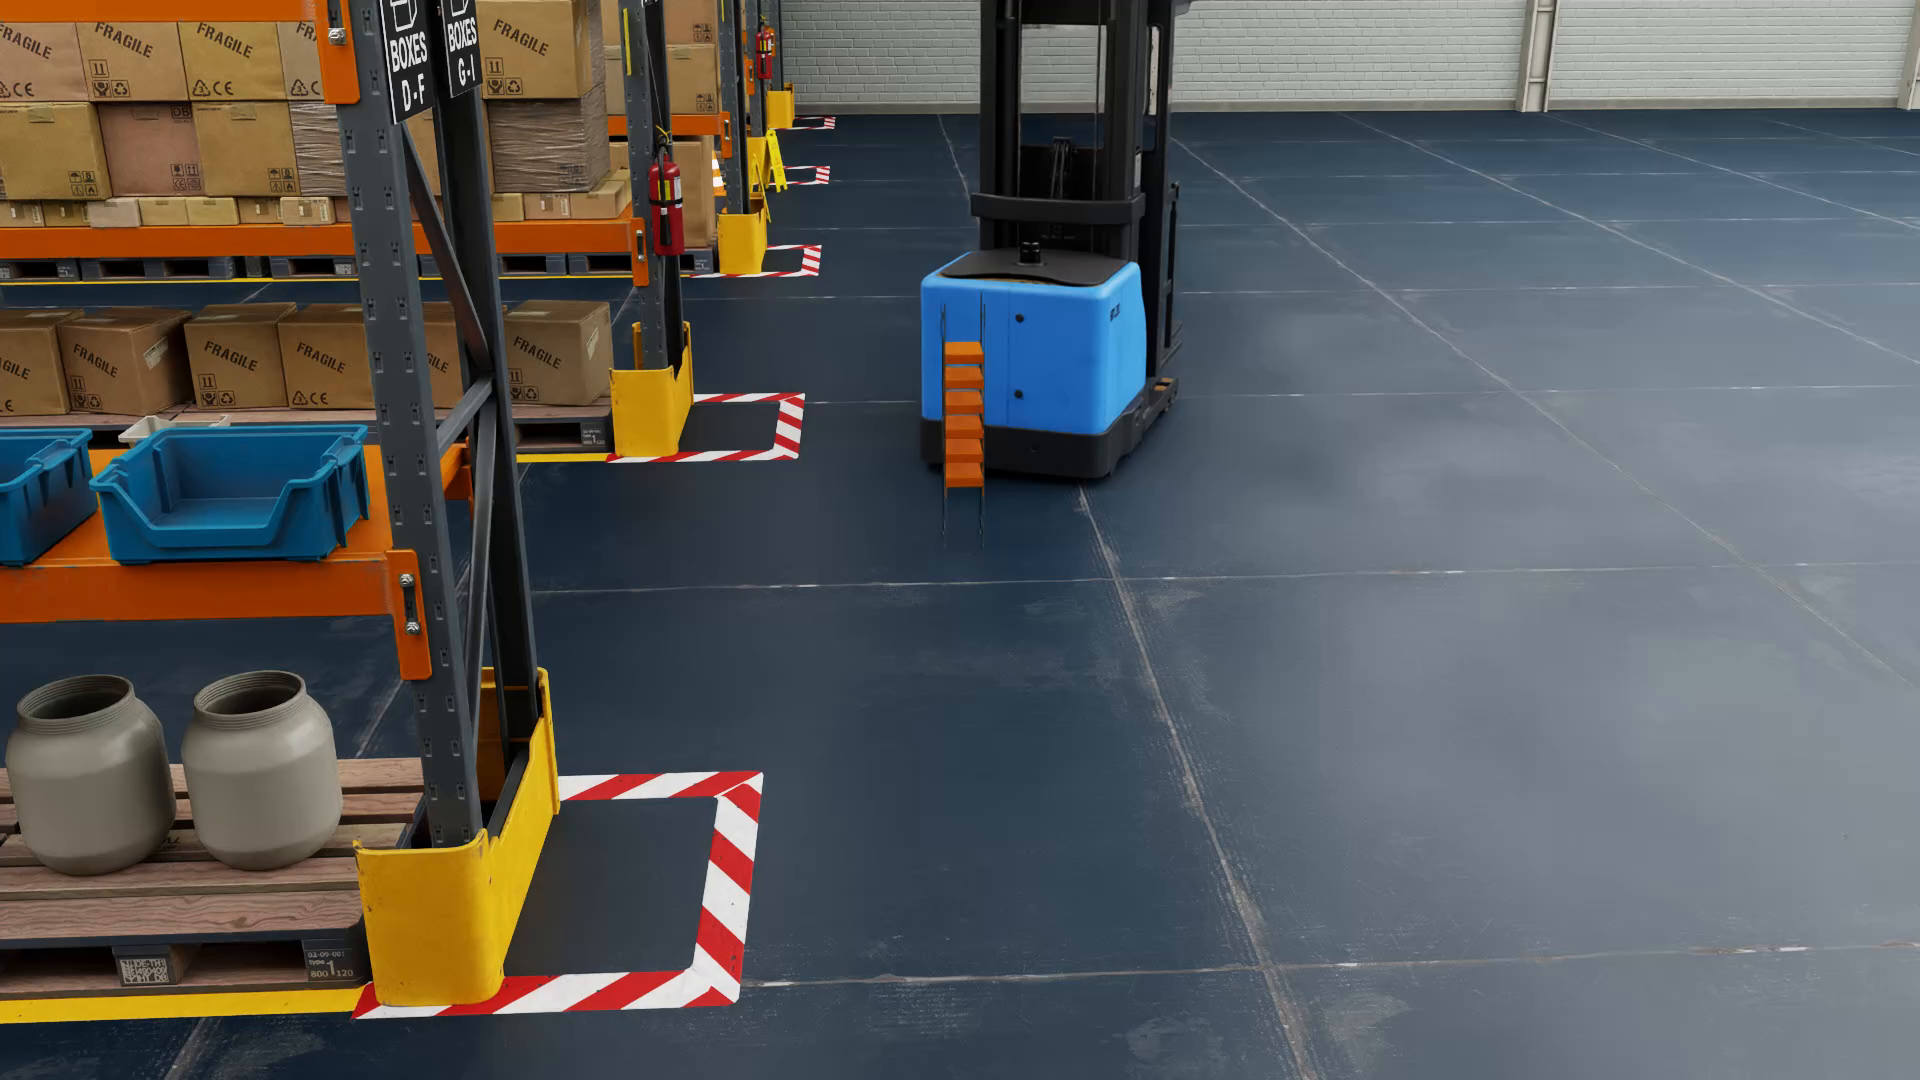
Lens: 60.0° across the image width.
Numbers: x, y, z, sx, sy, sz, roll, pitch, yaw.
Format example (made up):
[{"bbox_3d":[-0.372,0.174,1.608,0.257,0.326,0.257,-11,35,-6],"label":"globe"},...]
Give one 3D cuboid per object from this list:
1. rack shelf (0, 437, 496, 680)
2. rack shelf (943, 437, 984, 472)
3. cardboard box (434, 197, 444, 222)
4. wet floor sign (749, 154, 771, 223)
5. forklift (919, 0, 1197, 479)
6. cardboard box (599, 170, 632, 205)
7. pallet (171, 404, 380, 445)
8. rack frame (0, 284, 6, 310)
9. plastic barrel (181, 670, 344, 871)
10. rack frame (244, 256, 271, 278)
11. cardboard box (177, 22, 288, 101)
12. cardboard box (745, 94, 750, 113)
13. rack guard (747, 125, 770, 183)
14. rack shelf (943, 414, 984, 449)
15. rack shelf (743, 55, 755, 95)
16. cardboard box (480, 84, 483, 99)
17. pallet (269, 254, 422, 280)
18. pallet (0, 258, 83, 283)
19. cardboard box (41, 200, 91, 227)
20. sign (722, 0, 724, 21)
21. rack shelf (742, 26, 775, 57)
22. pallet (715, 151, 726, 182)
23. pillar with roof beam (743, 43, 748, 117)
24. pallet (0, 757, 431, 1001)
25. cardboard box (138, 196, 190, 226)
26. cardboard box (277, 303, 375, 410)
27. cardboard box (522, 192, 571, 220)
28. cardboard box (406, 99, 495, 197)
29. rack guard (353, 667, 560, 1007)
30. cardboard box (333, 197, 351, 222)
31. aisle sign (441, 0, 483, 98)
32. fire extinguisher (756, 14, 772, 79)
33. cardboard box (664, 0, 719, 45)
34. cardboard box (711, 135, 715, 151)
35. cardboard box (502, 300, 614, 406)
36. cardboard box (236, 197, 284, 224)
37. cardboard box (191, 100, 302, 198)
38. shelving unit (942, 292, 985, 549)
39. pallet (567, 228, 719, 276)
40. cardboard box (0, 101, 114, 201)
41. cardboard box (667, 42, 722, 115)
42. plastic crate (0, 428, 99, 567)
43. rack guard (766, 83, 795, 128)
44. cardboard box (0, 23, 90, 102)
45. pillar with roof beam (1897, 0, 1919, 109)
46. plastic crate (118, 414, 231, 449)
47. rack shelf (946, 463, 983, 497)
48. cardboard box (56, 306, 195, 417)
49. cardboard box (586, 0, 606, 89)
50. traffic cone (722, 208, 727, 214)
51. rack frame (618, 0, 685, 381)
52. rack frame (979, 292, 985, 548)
[{"bbox_3d":[-3.441,0.060,4.760,4.000,0.370,1.077,-1,21,-3],"label":"rack shelf"},{"bbox_3d":[0.014,-0.407,7.967,0.180,0.103,0.258,-1,21,-3],"label":"rack shelf"},{"bbox_3d":[-2.747,-1.852,9.123,0.250,0.149,0.380,-1,21,-3],"label":"cardboard box"},{"bbox_3d":[-1.994,-3.444,16.261,0.232,0.644,0.267,-5,21,-12],"label":"wet floor sign"},{"bbox_3d":[0.727,-2.186,9.743,1.130,2.935,3.031,7,22,17],"label":"forklift"},{"bbox_3d":[-2.025,-2.038,9.612,0.250,0.149,0.380,-1,21,-3],"label":"cardboard box"},{"bbox_3d":[-3.831,-0.744,9.779,1.213,0.211,1.003,-1,21,-3],"label":"pallet"},{"bbox_3d":[-5.721,-1.995,9.146,0.127,3.000,1.000,-1,21,-3],"label":"rack frame"},{"bbox_3d":[-2.097,0.690,5.000,0.421,0.512,0.421,0,21,0],"label":"plastic barrel"},{"bbox_3d":[-5.903,-3.759,13.779,0.127,3.000,1.000,-1,21,-3],"label":"rack frame"},{"bbox_3d":[-3.760,-2.602,8.776,0.500,0.500,0.500,-1,21,-3],"label":"cardboard box"},{"bbox_3d":[-3.031,-6.150,23.332,0.500,0.250,0.500,-1,21,-3],"label":"cardboard box"},{"bbox_3d":[-2.369,-4.427,19.047,0.348,0.500,1.175,-1,21,-3],"label":"rack guard"},{"bbox_3d":[0.014,-0.520,7.924,0.180,0.103,0.258,-1,21,-3],"label":"rack shelf"},{"bbox_3d":[-4.290,-5.220,18.627,4.000,0.370,1.077,-1,21,-3],"label":"rack shelf"},{"bbox_3d":[-2.761,-2.619,8.819,0.500,0.500,0.500,-1,21,-3],"label":"cardboard box"},{"bbox_3d":[-5.139,-2.444,14.243,1.213,0.211,1.003,-1,21,-3],"label":"pallet"},{"bbox_3d":[-7.890,-2.388,14.096,1.213,0.211,1.003,-1,21,-3],"label":"pallet"},{"bbox_3d":[-4.741,-1.799,8.984,0.250,0.149,0.380,-1,21,-3],"label":"cardboard box"},{"bbox_3d":[-1.892,-4.299,13.238,0.005,0.325,0.100,-1,21,-3],"label":"sign"},{"bbox_3d":[-4.577,-6.983,23.258,4.000,0.370,1.077,-1,21,-3],"label":"rack shelf"},{"bbox_3d":[-3.182,-4.288,19.088,1.213,0.211,1.003,-1,21,-3],"label":"pallet"},{"bbox_3d":[-3.081,-8.941,18.957,0.400,9.000,9.100,-1,21,-3],"label":"pillar with roof beam"},{"bbox_3d":[-2.329,1.019,5.148,1.213,0.211,1.003,-1,21,-3],"label":"pallet"},{"bbox_3d":[-4.242,-1.810,9.011,0.250,0.149,0.380,-1,21,-3],"label":"cardboard box"},{"bbox_3d":[-3.573,-1.068,9.632,0.500,0.500,0.500,1,21,2],"label":"cardboard box"},{"bbox_3d":[-2.250,-1.875,9.184,0.250,0.149,0.380,-1,21,-3],"label":"cardboard box"},{"bbox_3d":[-2.770,-2.208,9.147,0.500,0.500,0.875,-1,21,-3],"label":"cardboard box"},{"bbox_3d":[-1.518,0.869,5.135,0.348,0.500,1.175,-1,21,-3],"label":"rack guard"},{"bbox_3d":[-3.247,-1.849,9.115,0.250,0.149,0.380,-1,21,-3],"label":"cardboard box"},{"bbox_3d":[-1.389,-1.638,4.553,0.004,0.787,0.394,-1,21,-3],"label":"aisle sign"},{"bbox_3d":[-2.152,-5.399,18.196,0.183,0.674,0.296,-1,21,-3],"label":"fire extinguisher"},{"bbox_3d":[-2.282,-4.422,13.790,0.550,0.550,0.875,-1,21,-3],"label":"cardboard box"},{"bbox_3d":[-3.114,-4.590,19.236,0.500,0.250,0.500,-1,21,-3],"label":"cardboard box"},{"bbox_3d":[-2.352,-1.098,9.712,0.500,0.500,0.500,3,21,7],"label":"cardboard box"},{"bbox_3d":[-3.745,-1.832,9.070,0.250,0.149,0.380,-1,21,-3],"label":"cardboard box"},{"bbox_3d":[-3.772,-2.207,9.144,0.500,0.500,0.875,-1,21,-3],"label":"cardboard box"},{"bbox_3d":[0.014,-0.561,7.908,0.189,1.200,0.258,-1,21,-3],"label":"shelving unit"},{"bbox_3d":[-2.703,-2.493,14.373,1.213,0.211,1.003,-1,21,-3],"label":"pallet"},{"bbox_3d":[-4.767,-2.166,9.036,0.500,0.500,0.875,-1,21,-3],"label":"cardboard box"},{"bbox_3d":[-2.277,-3.887,13.904,0.550,0.550,0.875,-1,21,-3],"label":"cardboard box"},{"bbox_3d":[-2.576,-0.120,4.430,0.408,0.251,0.499,-1,21,-3],"label":"plastic crate"},{"bbox_3d":[-2.556,-6.192,23.683,0.348,0.500,1.175,-1,21,-3],"label":"rack guard"},{"bbox_3d":[-4.758,-2.578,8.713,0.500,0.500,0.500,-1,21,-3],"label":"cardboard box"},{"bbox_3d":[14.890,-9.306,19.917,0.400,9.000,9.100,-1,21,-3],"label":"pillar with roof beam"},{"bbox_3d":[-2.356,-0.290,5.038,0.250,0.136,0.298,-1,21,-3],"label":"plastic crate"},{"bbox_3d":[0.014,-0.295,8.009,0.180,0.103,0.258,-1,21,-3],"label":"rack shelf"},{"bbox_3d":[-4.748,-1.032,9.538,0.500,0.500,0.500,5,22,14],"label":"cardboard box"},{"bbox_3d":[-2.292,-2.815,9.336,0.500,0.500,0.500,-1,21,-3],"label":"cardboard box"},{"bbox_3d":[-2.246,-3.557,16.813,0.334,0.463,0.336,-1,21,-3],"label":"traffic cone"},{"bbox_3d":[-1.727,-2.077,9.360,0.127,3.000,1.000,-1,21,-3],"label":"rack frame"},{"bbox_3d":[0.106,-0.563,7.913,0.006,1.200,0.240,-1,21,-3],"label":"rack frame"}]
